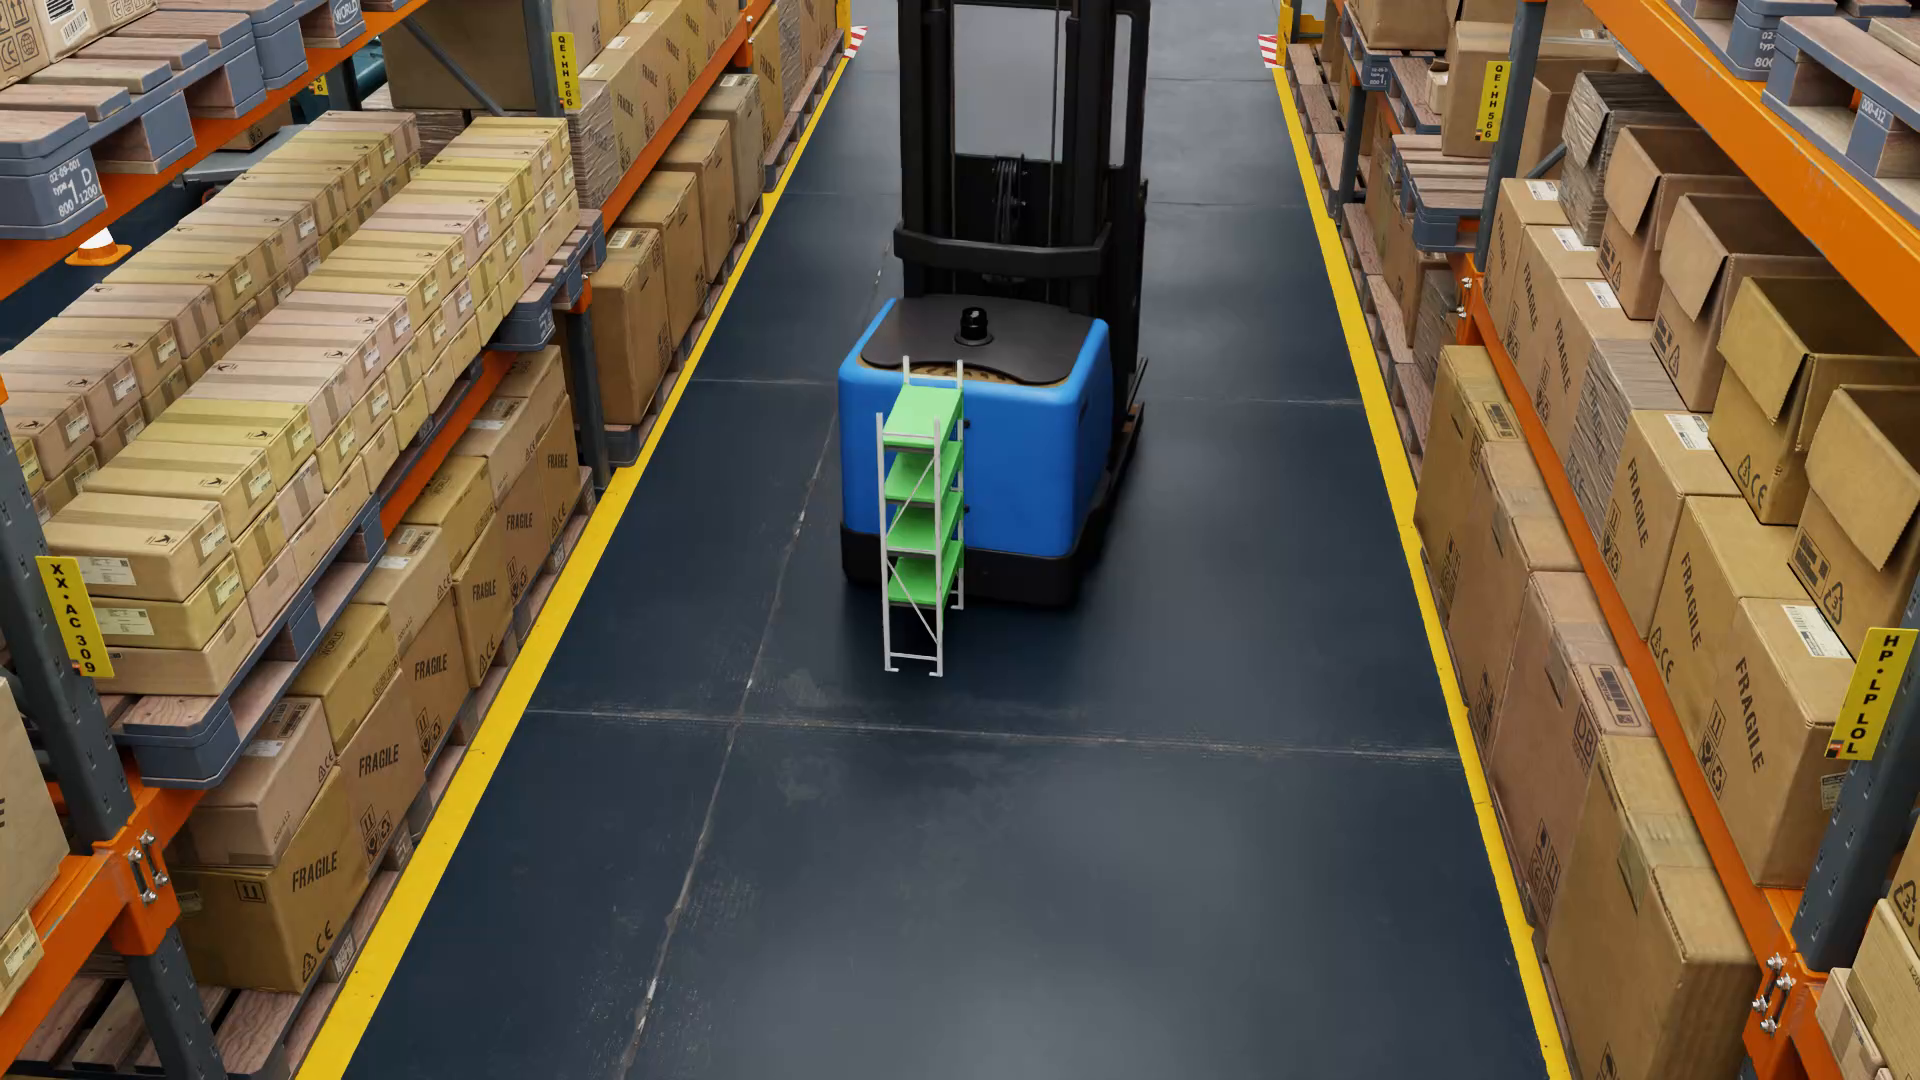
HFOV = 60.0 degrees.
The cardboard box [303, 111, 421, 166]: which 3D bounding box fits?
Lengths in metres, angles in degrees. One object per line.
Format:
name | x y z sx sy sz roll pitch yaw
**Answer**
cardboard box | -2.460 -1.655 6.848 0.380 0.149 0.250 3 32 4

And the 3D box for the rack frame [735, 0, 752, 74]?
rack frame | -1.903 -3.657 10.825 1.000 3.000 0.127 2 32 4

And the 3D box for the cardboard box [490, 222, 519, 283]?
cardboard box | -1.875 -1.078 6.195 0.380 0.149 0.250 3 32 4

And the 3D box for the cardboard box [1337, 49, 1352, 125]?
cardboard box | 3.116 -3.342 12.296 0.500 0.500 0.500 0 32 0

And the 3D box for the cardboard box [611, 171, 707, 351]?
cardboard box | -2.022 -1.558 9.163 1.050 0.750 0.750 3 32 5

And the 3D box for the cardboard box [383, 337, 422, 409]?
cardboard box | -1.962 -0.545 5.331 0.380 0.149 0.250 2 32 3

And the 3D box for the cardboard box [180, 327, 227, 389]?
cardboard box | -2.615 -0.578 5.385 0.380 0.149 0.250 3 32 4

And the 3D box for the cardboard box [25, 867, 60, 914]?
cardboard box | -2.344 0.793 3.844 0.380 0.149 0.250 2 32 3

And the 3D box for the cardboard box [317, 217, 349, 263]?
cardboard box | -2.527 -1.106 6.241 0.380 0.149 0.250 3 32 4

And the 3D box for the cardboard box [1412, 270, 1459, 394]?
cardboard box | 2.774 -1.065 8.583 0.700 0.500 0.500 0 32 0

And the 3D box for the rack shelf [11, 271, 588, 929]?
rack shelf | -2.391 -0.213 5.923 1.077 0.370 4.000 2 32 4

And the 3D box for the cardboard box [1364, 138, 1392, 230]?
cardboard box | 2.961 -2.195 10.416 0.700 0.500 0.500 0 32 0

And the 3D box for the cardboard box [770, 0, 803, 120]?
cardboard box | -1.712 -3.729 12.566 0.875 0.875 0.875 3 32 4

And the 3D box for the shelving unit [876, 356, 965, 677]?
shelving unit | -0.149 -0.087 6.739 0.258 1.200 0.503 5 33 9

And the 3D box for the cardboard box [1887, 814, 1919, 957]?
cardboard box | 2.087 0.649 2.983 0.500 0.500 0.500 2 32 4

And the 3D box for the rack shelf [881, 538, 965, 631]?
rack shelf | -0.148 0.169 6.903 0.258 0.148 0.480 5 33 9

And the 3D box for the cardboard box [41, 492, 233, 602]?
cardboard box | -2.064 0.015 4.139 0.380 0.149 0.250 4 32 6

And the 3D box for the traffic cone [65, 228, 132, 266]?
traffic cone | -5.550 -2.027 10.599 0.336 0.463 0.334 2 32 4

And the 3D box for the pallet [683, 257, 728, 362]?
pallet | -1.987 -1.423 9.858 1.003 0.211 1.213 2 32 4

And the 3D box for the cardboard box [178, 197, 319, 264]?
cardboard box | -2.545 -1.108 5.961 0.380 0.149 0.250 4 32 6

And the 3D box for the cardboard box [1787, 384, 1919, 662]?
cardboard box | 2.425 -0.013 3.860 0.797 0.503 0.637 2 32 3

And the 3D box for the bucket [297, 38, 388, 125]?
bucket | -4.190 -3.080 11.560 0.726 0.611 0.620 14 44 21

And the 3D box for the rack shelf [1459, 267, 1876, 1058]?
rack shelf | 2.544 0.052 5.493 1.077 0.370 4.000 2 32 4

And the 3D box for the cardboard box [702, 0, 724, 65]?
cardboard box | -1.720 -3.151 9.909 0.500 0.500 0.500 2 32 3

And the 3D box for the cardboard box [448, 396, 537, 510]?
cardboard box | -2.053 -0.366 6.752 0.500 0.250 0.500 3 32 5

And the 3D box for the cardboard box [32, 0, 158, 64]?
cardboard box | -2.273 -1.343 3.895 0.500 0.311 0.500 2 32 3

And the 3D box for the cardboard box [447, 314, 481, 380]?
cardboard box | -1.920 -0.689 5.848 0.380 0.149 0.250 3 32 5

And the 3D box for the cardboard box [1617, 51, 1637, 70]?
cardboard box | 3.072 -2.282 8.337 0.500 0.250 0.500 2 32 3

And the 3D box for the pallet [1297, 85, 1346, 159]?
pallet | 3.148 -3.197 12.737 1.003 0.211 1.213 2 32 4

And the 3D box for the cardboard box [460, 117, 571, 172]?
cardboard box | -1.812 -1.614 6.783 0.380 0.149 0.250 1 32 2

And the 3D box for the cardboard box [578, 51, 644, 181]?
cardboard box | -1.884 -2.097 8.198 0.500 0.500 0.500 2 32 4

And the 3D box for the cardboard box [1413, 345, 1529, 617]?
cardboard box | 2.630 -0.215 6.864 1.225 0.875 0.875 1 32 2

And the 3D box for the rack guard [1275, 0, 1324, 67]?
rack guard | 3.352 -4.380 14.381 1.175 0.500 0.348 2 32 4

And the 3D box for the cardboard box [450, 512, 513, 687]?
cardboard box | -2.095 0.224 6.510 0.500 0.500 0.500 1 32 2

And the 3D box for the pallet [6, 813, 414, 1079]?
pallet | -2.492 1.306 5.429 1.003 0.211 1.213 2 32 4

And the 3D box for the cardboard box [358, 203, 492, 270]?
cardboard box | -1.899 -1.081 5.917 0.380 0.149 0.250 2 32 4

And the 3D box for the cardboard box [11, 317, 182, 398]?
cardboard box | -2.628 -0.558 5.069 0.380 0.149 0.250 1 32 2

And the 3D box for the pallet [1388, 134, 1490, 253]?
pallet | 2.658 -1.596 7.664 1.213 0.211 1.003 2 32 4

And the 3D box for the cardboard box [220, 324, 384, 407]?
cardboard box | -1.981 -0.529 5.022 0.380 0.149 0.250 2 32 4

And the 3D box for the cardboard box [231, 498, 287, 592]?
cardboard box | -2.045 0.006 4.437 0.380 0.149 0.250 2 32 3

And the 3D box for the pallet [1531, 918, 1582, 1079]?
pallet | 2.369 1.571 4.999 1.003 0.211 1.213 2 32 4

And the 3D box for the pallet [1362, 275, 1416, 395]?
pallet | 2.874 -1.158 9.428 1.003 0.211 1.213 2 32 4

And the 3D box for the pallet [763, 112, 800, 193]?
pallet | -1.763 -2.864 12.196 1.003 0.211 1.213 2 32 4

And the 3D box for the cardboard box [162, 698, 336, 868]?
cardboard box | -2.231 0.717 4.994 0.500 0.250 0.500 1 32 2

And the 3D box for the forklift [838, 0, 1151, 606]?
forklift | 0.333 -1.728 7.760 1.130 2.935 3.031 8 32 12

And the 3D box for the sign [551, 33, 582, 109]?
sign | -1.687 -2.006 7.118 0.100 0.325 0.005 2 32 4

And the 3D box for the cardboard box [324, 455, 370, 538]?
cardboard box | -2.001 -0.139 4.955 0.380 0.149 0.250 3 32 4

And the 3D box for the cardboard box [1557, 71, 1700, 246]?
cardboard box | 2.631 -1.389 6.093 0.797 0.503 0.637 3 32 6

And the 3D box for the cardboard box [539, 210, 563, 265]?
cardboard box | -1.833 -1.230 6.726 0.380 0.149 0.250 2 32 4

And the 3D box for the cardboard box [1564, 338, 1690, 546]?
cardboard box | 2.275 -0.301 5.285 0.500 0.500 0.500 3 32 4

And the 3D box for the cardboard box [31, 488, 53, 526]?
cardboard box | -2.698 -0.026 4.489 0.380 0.149 0.250 3 32 4

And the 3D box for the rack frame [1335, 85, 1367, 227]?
rack frame | 3.032 -3.392 10.395 1.000 3.000 0.127 2 32 4

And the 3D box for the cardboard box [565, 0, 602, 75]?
cardboard box | -2.142 -2.532 7.952 0.700 0.500 0.500 2 32 3
